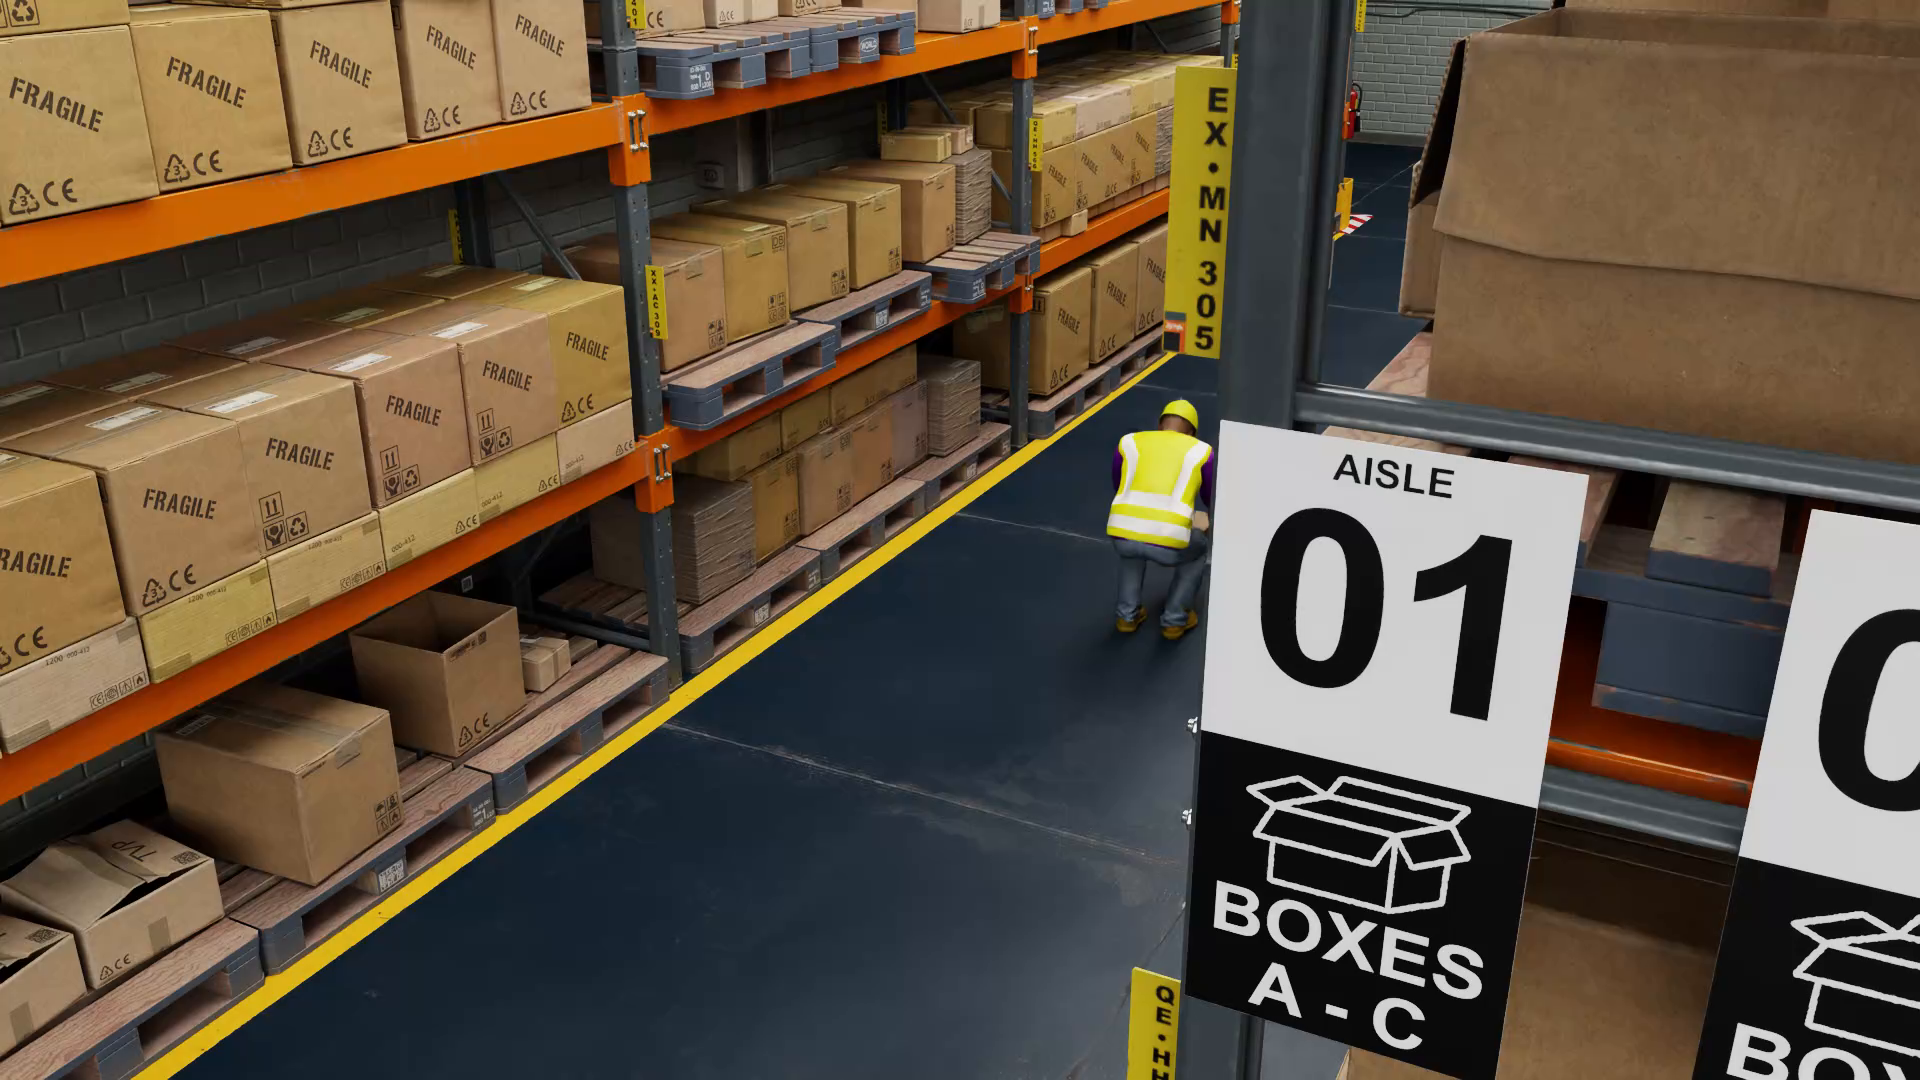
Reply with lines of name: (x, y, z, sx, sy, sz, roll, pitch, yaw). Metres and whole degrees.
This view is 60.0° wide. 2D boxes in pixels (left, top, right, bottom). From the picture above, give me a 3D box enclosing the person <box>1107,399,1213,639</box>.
person: (1.025, -0.101, 8.634, 0.607, 1.133, 0.856, 11, 25, 25)
